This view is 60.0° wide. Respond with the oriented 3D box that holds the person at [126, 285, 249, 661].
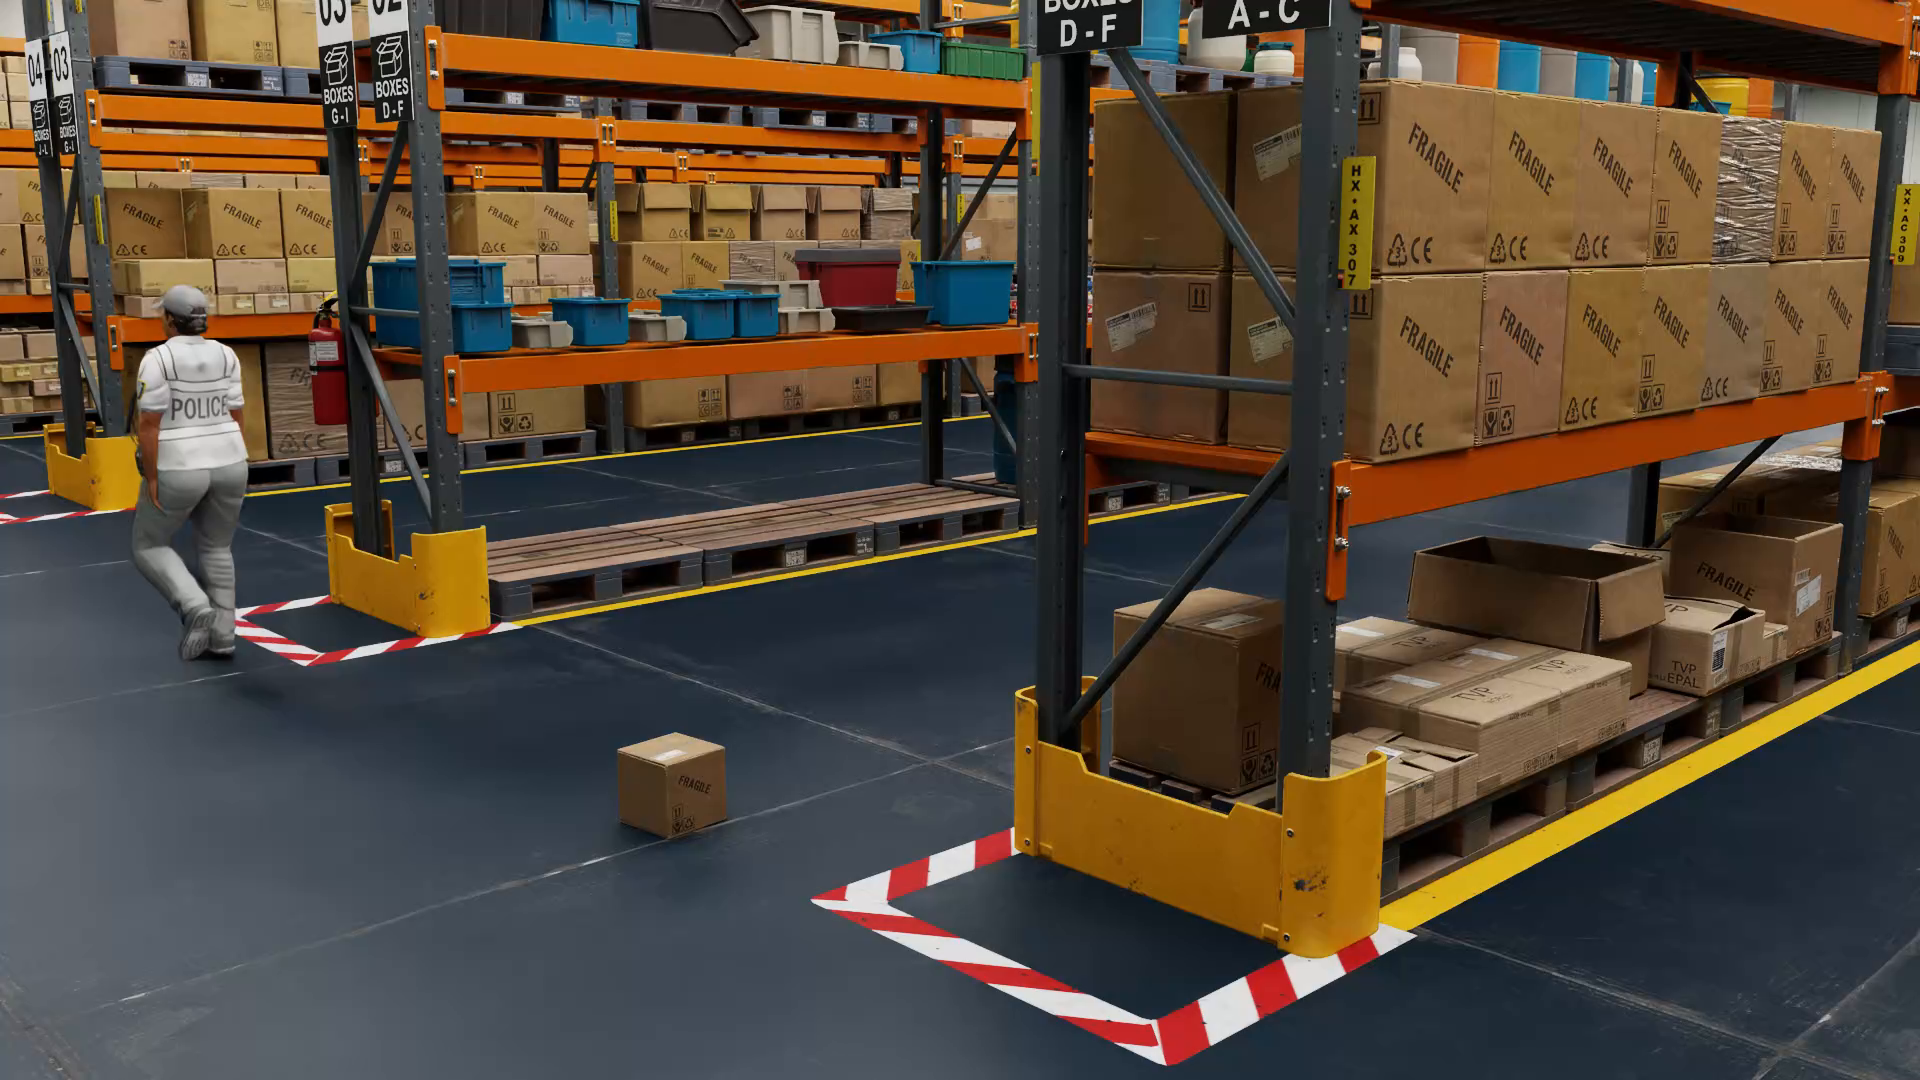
[{"bbox_3d":[-3.380,-0.293,7.342,0.494,1.648,0.480,8,14,38],"label":"person"}]
